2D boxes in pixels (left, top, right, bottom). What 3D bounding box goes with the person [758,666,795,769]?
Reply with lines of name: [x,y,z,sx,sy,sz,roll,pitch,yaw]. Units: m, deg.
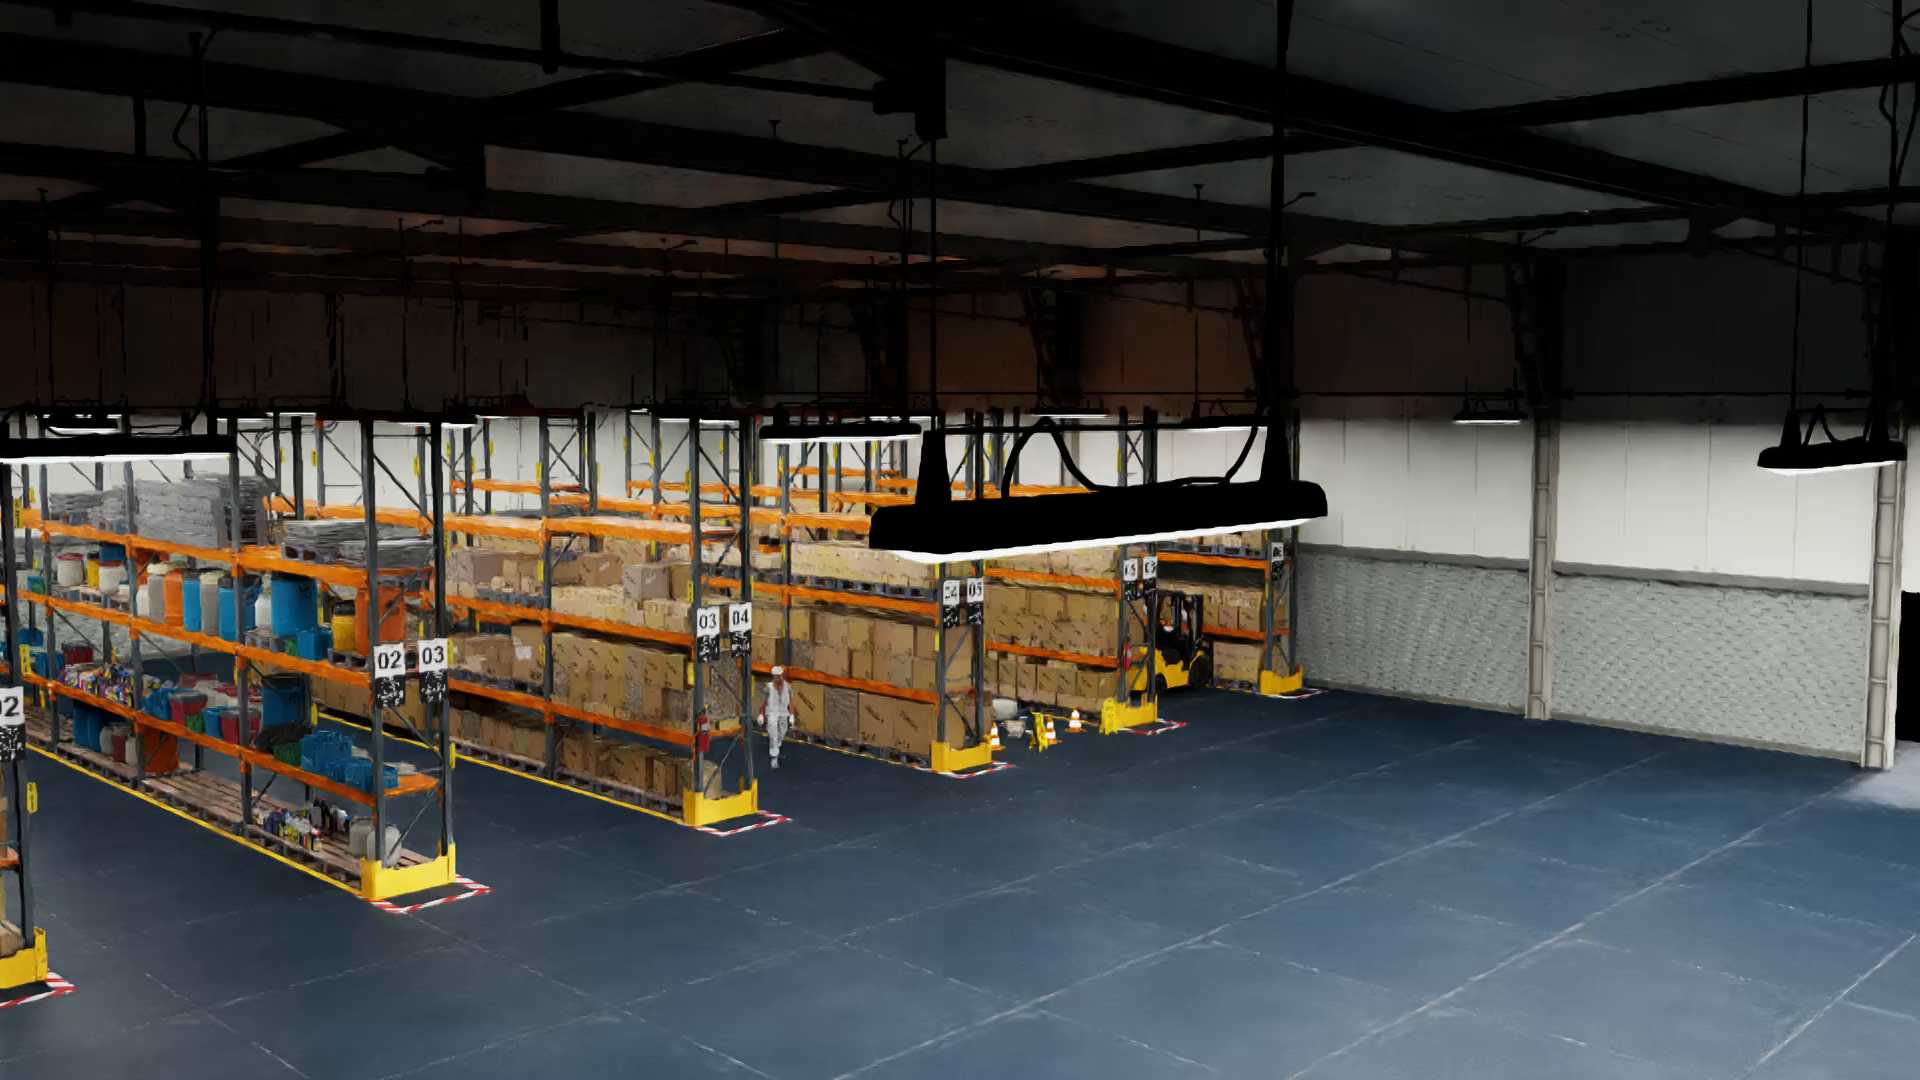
person: [-3.104,2.979,28.197,0.596,1.735,0.987,-2,6,-26]

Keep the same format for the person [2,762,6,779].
person: [-14.892,3.232,25.303,0.569,1.720,0.447,2,5,17]
